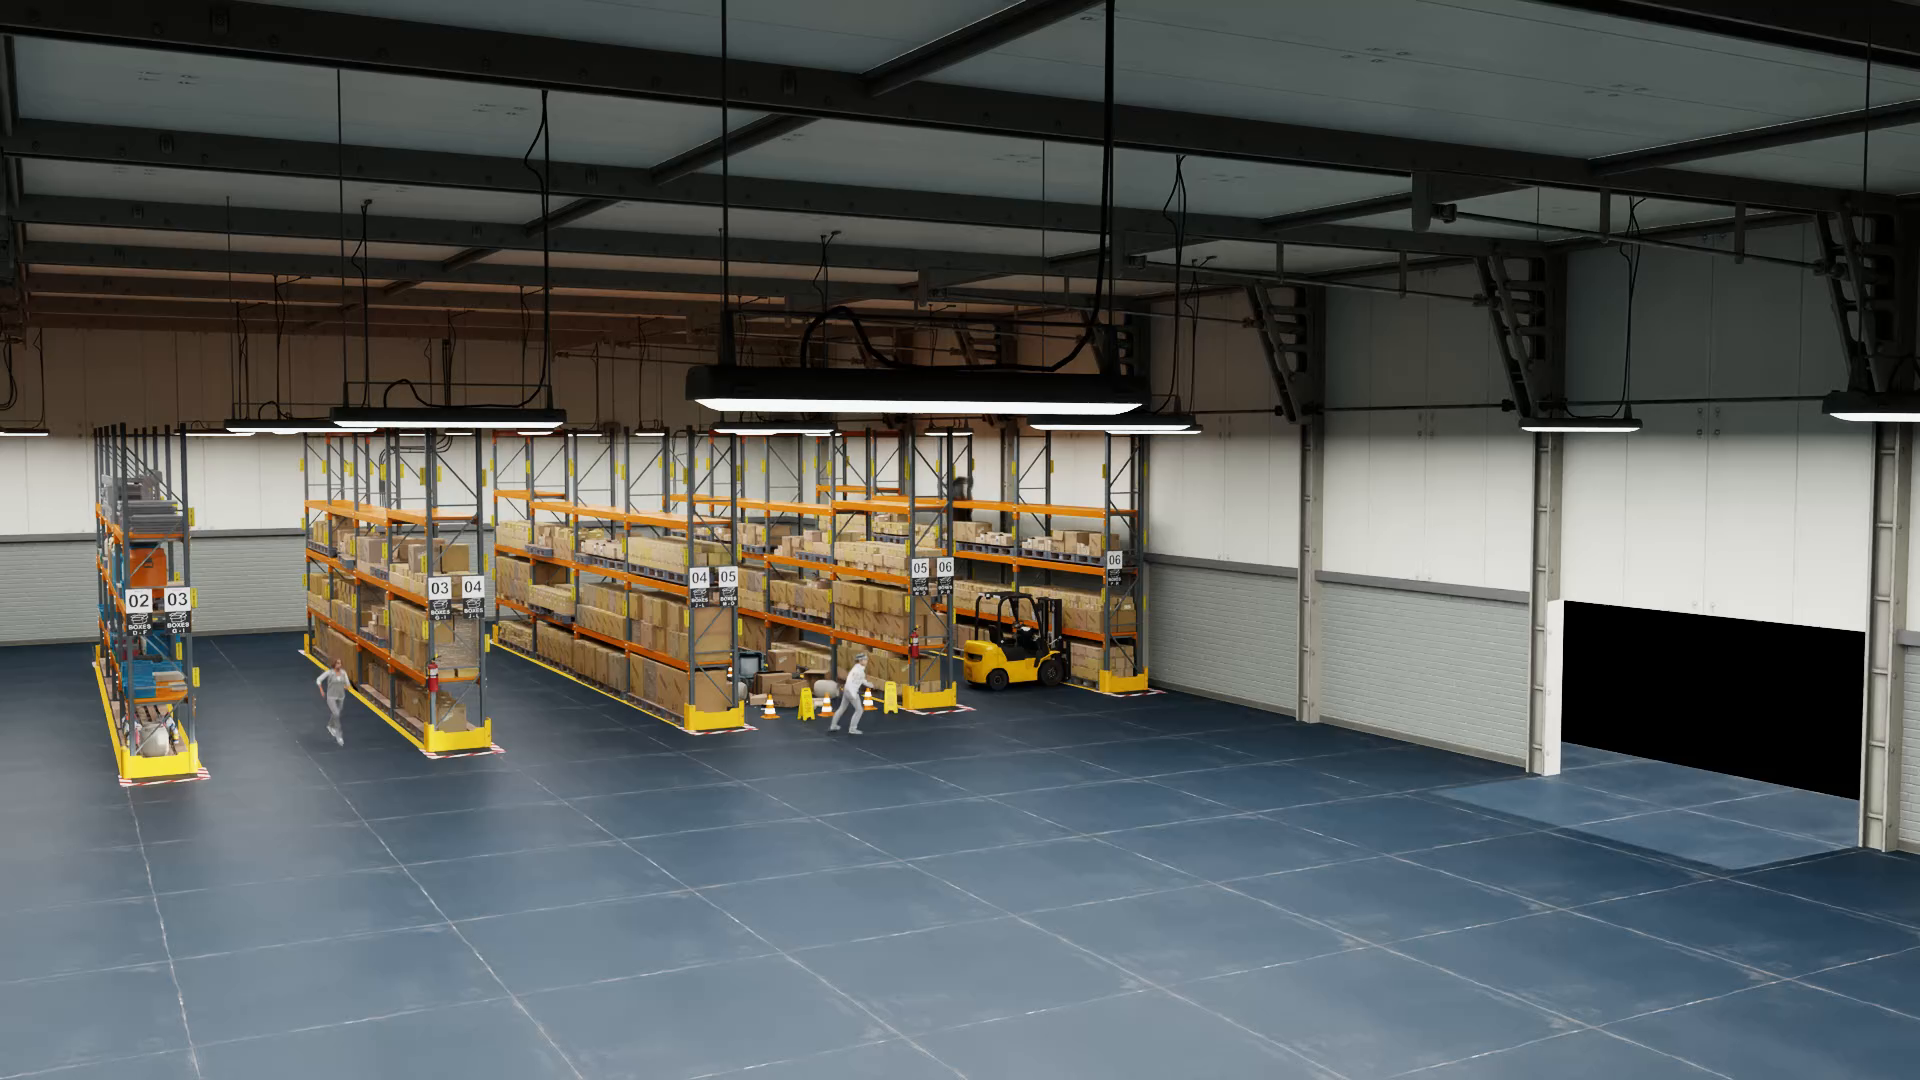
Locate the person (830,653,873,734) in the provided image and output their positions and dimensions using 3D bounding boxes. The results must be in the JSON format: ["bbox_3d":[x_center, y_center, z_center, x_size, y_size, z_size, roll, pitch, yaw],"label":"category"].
[{"bbox_3d":[-2.109,2.976,32.397,0.856,1.606,0.652,0,3,-7],"label":"person"}]

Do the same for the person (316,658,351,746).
[{"bbox_3d":[-11.821,3.018,31.396,0.869,1.621,0.571,3,5,45],"label":"person"}]
